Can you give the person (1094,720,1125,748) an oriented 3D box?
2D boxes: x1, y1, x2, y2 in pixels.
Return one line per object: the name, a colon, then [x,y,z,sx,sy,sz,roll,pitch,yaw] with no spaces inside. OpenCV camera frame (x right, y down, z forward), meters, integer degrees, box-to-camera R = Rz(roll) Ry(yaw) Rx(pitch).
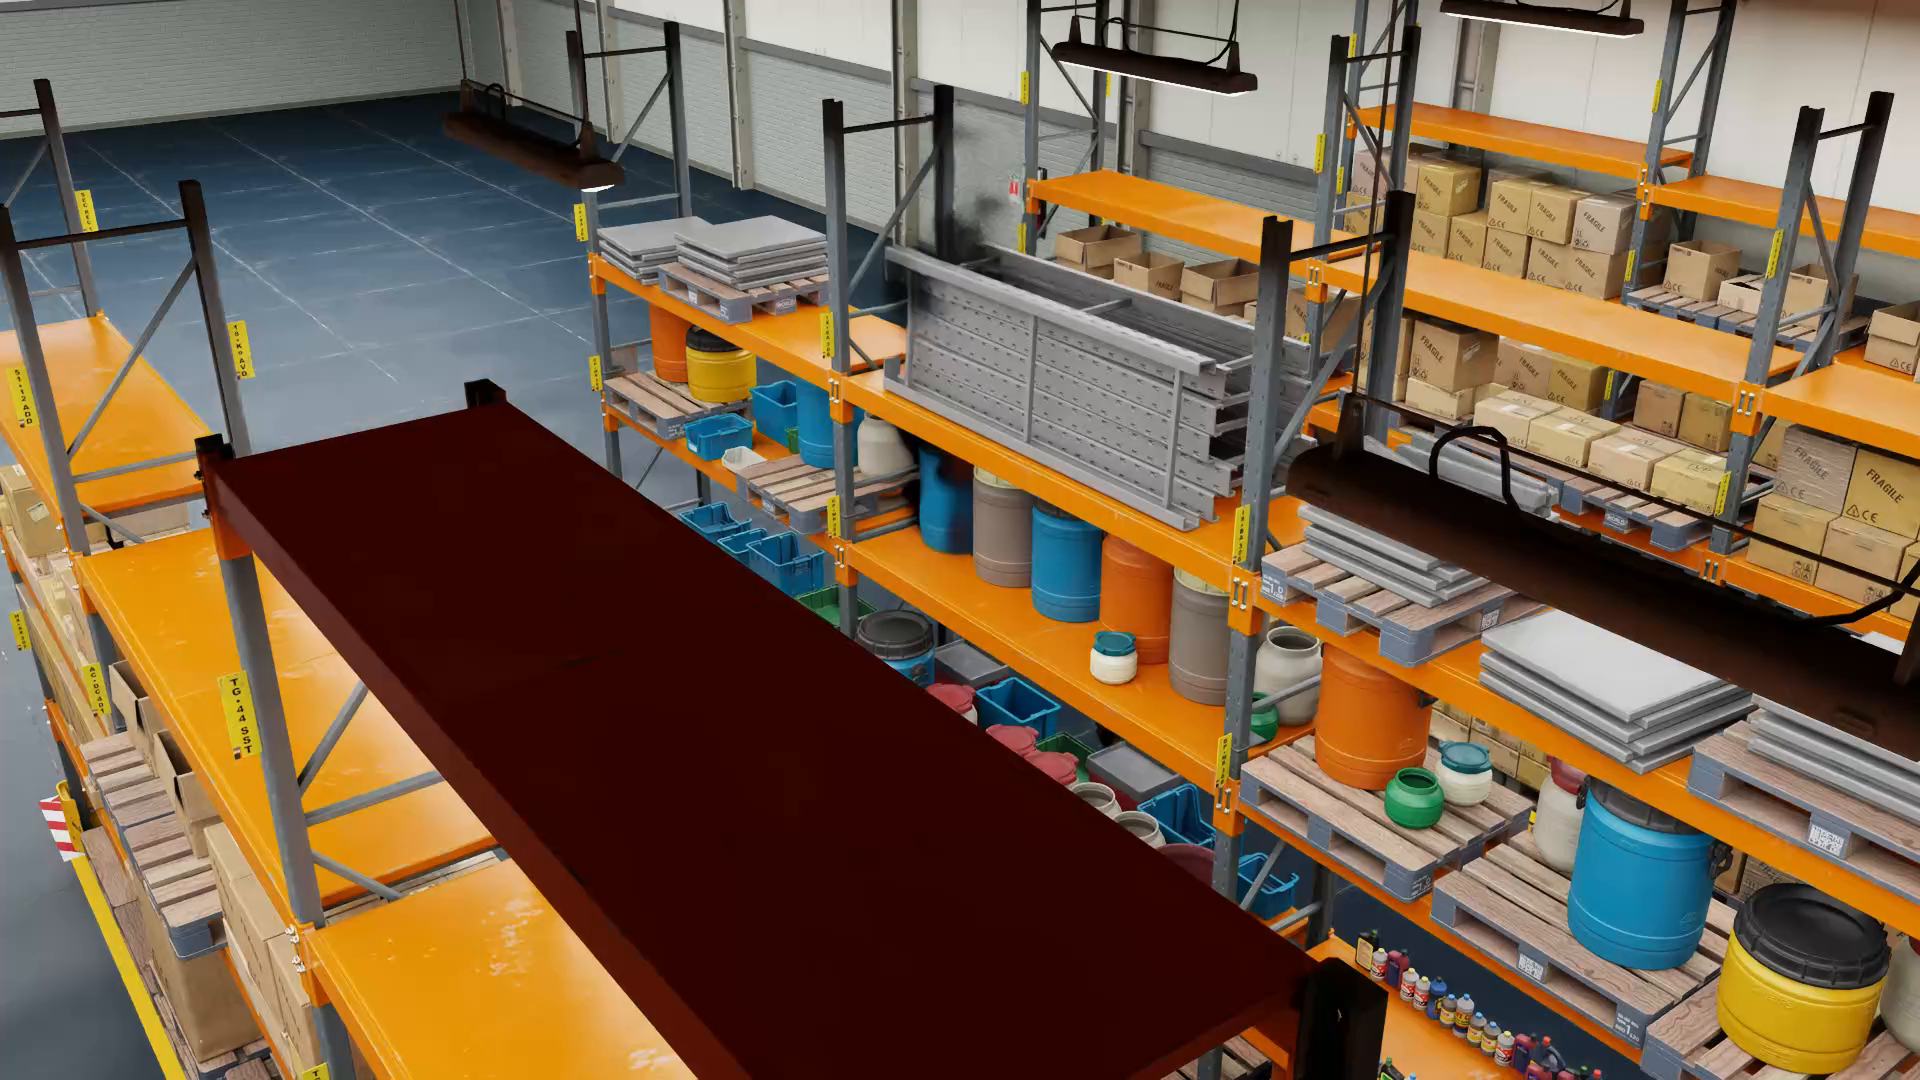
person: [1.429,1.325,13.771,0.694,1.730,0.693,-22,33,-39]
